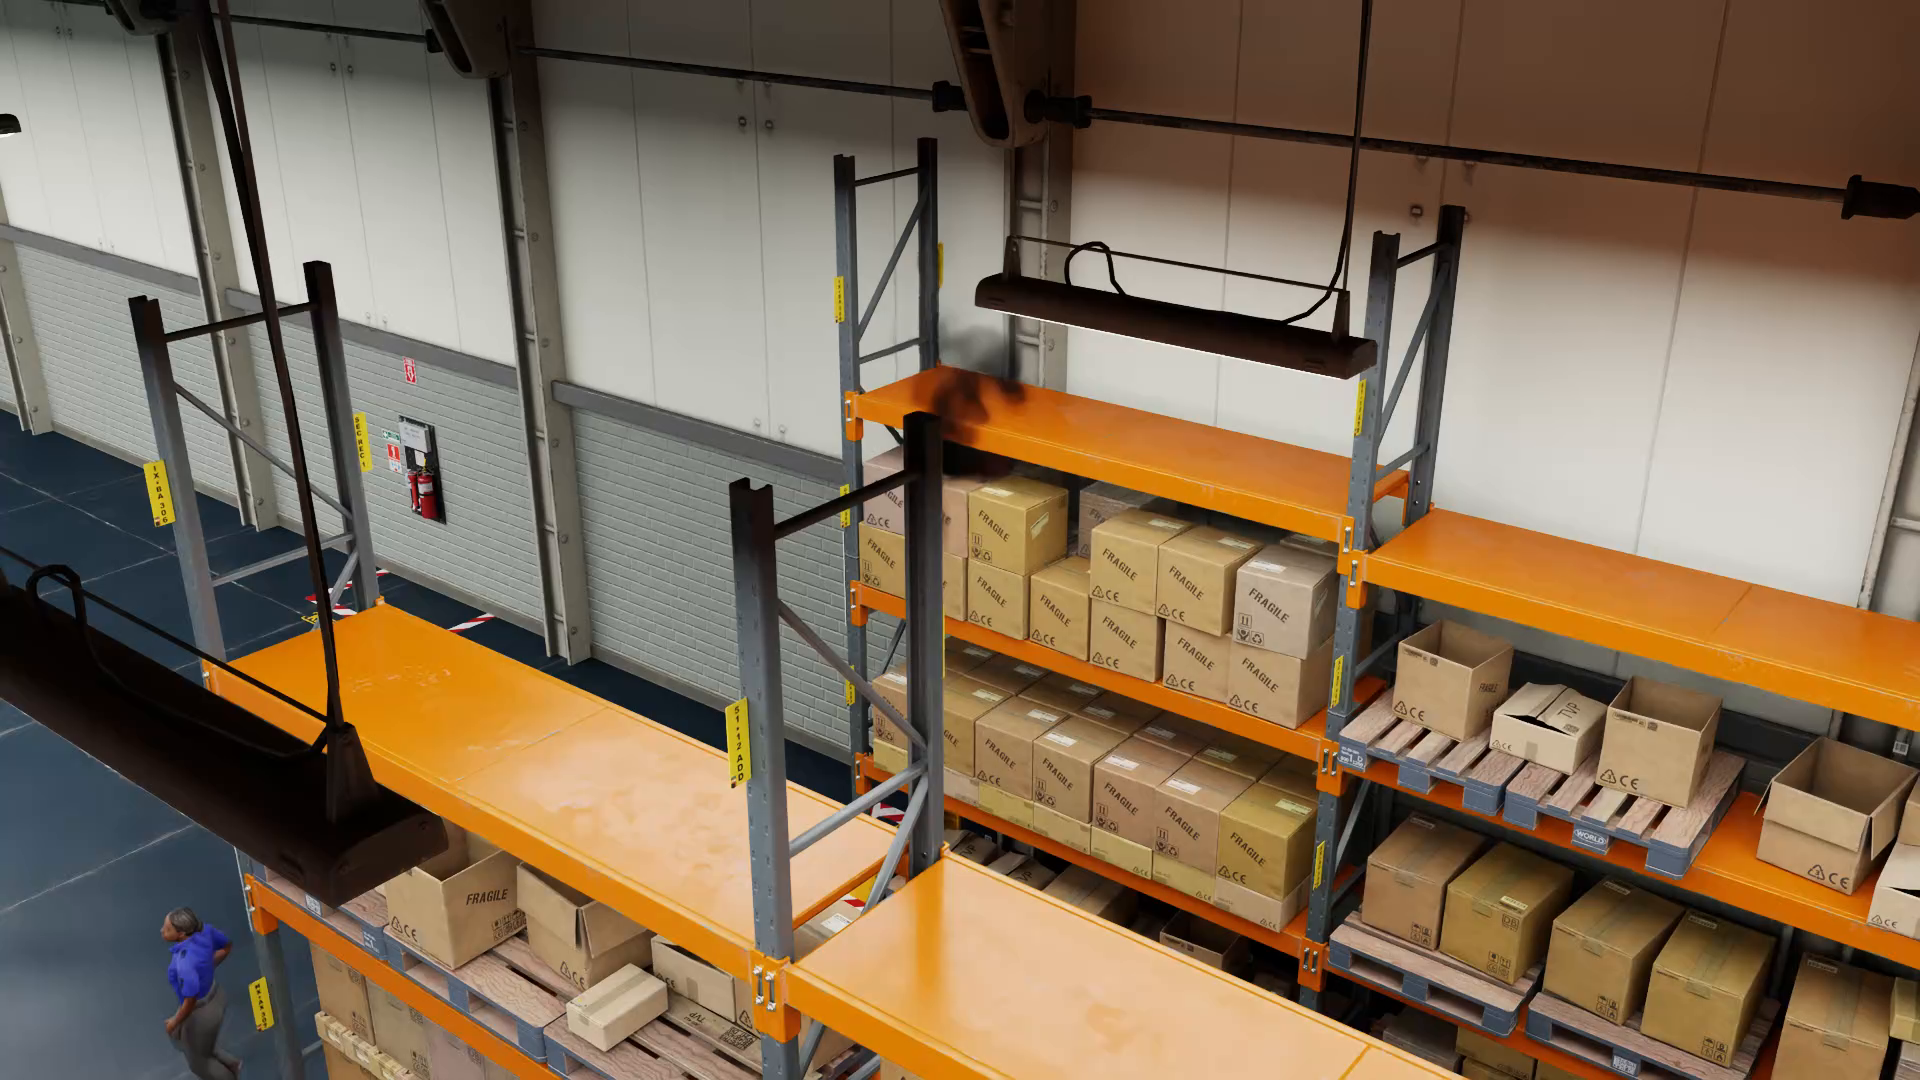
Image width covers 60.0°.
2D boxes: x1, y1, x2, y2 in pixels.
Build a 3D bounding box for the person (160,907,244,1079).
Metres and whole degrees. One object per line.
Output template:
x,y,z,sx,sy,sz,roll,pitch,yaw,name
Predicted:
-5.079,3.116,11.018,0.499,1.621,0.602,-3,23,-6,person
